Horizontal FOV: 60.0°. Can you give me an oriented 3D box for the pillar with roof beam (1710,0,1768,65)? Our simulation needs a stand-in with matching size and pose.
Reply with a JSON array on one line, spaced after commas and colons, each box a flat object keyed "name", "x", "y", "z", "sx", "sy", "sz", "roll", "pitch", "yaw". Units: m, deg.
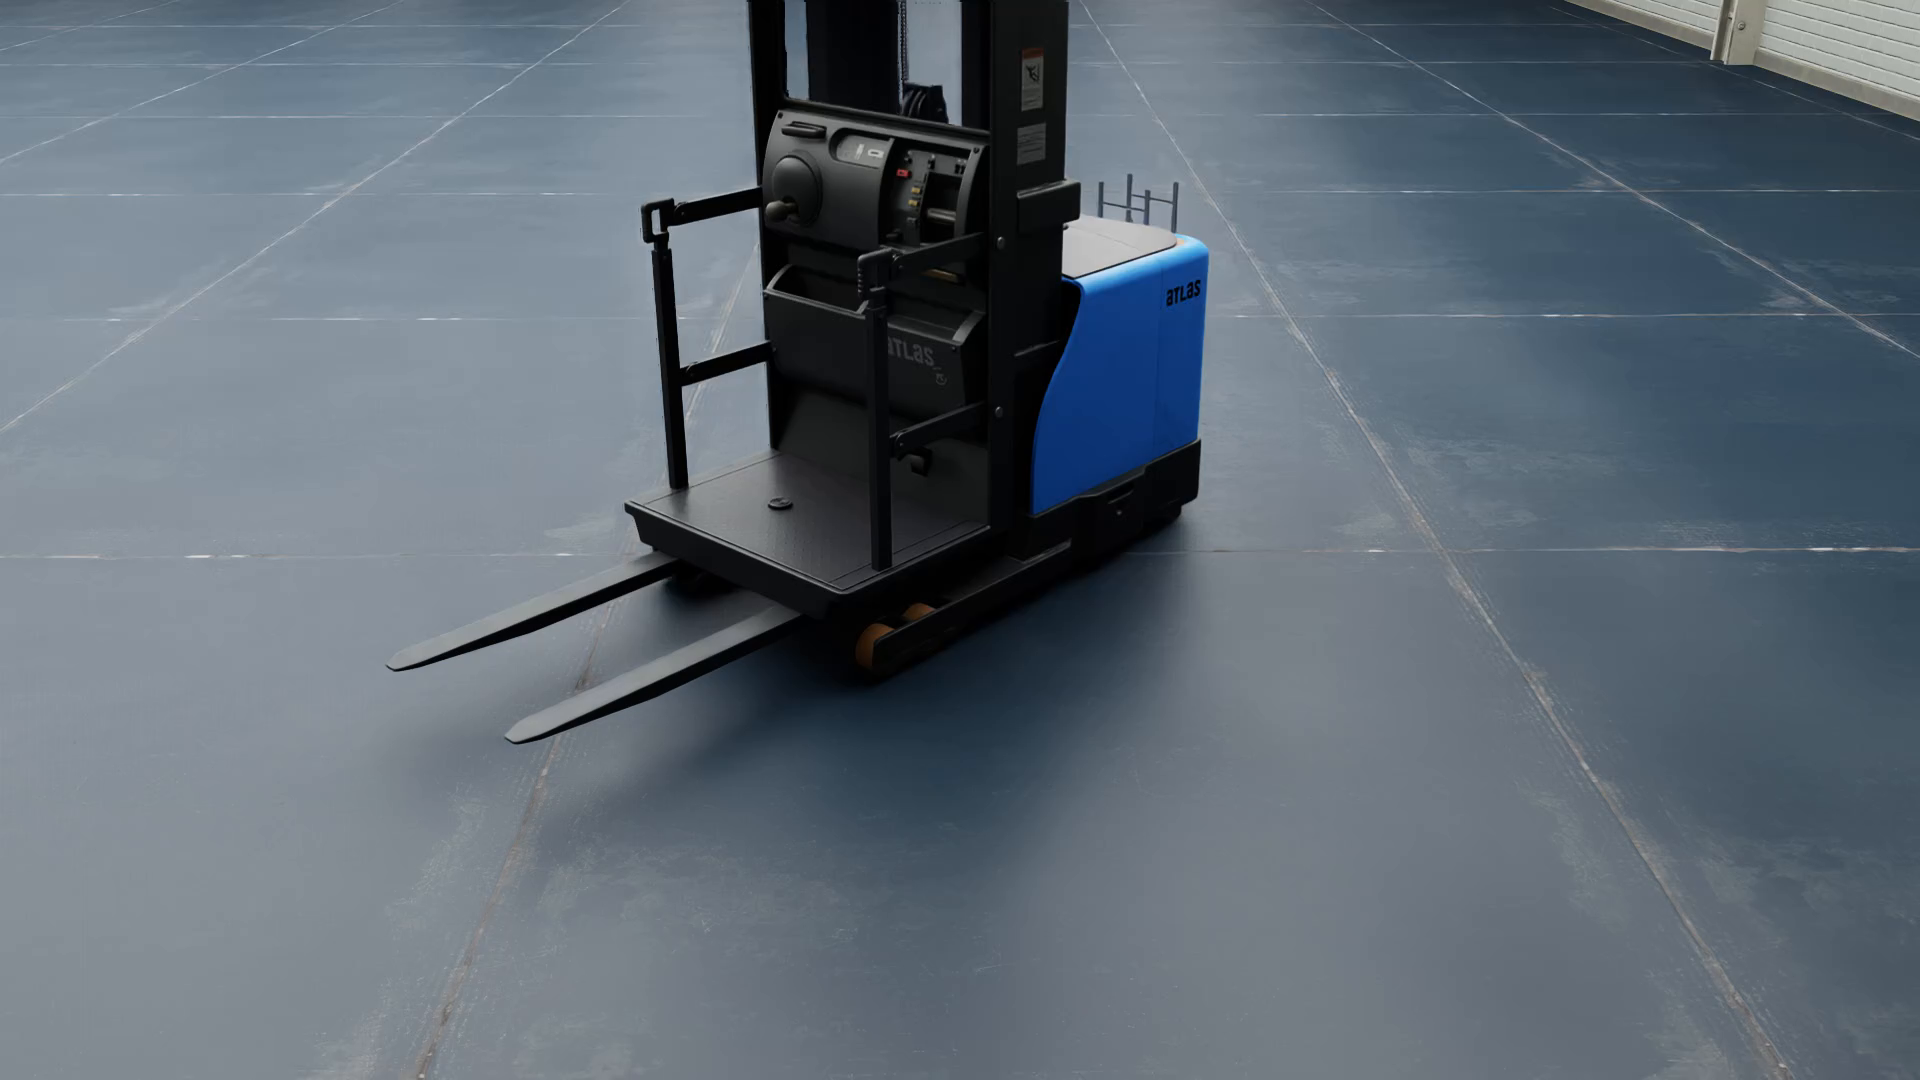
[{"name": "pillar with roof beam", "x": 3.669, "y": -9.015, "z": 15.262, "sx": 9.100, "sy": 9.000, "sz": 0.400, "roll": 0, "pitch": 24, "yaw": -1}]

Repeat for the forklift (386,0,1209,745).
[{"name": "forklift", "x": -0.434, "y": -1.138, "z": 5.208, "sx": 1.130, "sy": 2.935, "sz": 3.031, "roll": 20, "pitch": 31, "yaw": 38}]

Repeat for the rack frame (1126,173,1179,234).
[{"name": "rack frame", "x": 0.747, "y": -0.856, "z": 6.686, "sx": 0.240, "sy": 1.200, "sz": 0.006, "roll": 20, "pitch": 31, "yaw": 38}]

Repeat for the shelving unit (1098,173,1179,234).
[{"name": "shelving unit", "x": 0.686, "y": -0.828, "z": 6.624, "sx": 0.258, "sy": 1.200, "sz": 0.189, "roll": 20, "pitch": 31, "yaw": 38}]

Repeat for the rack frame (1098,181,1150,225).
[{"name": "rack frame", "x": 0.624, "y": -0.800, "z": 6.562, "sx": 0.240, "sy": 1.200, "sz": 0.006, "roll": 20, "pitch": 31, "yaw": 38}]
